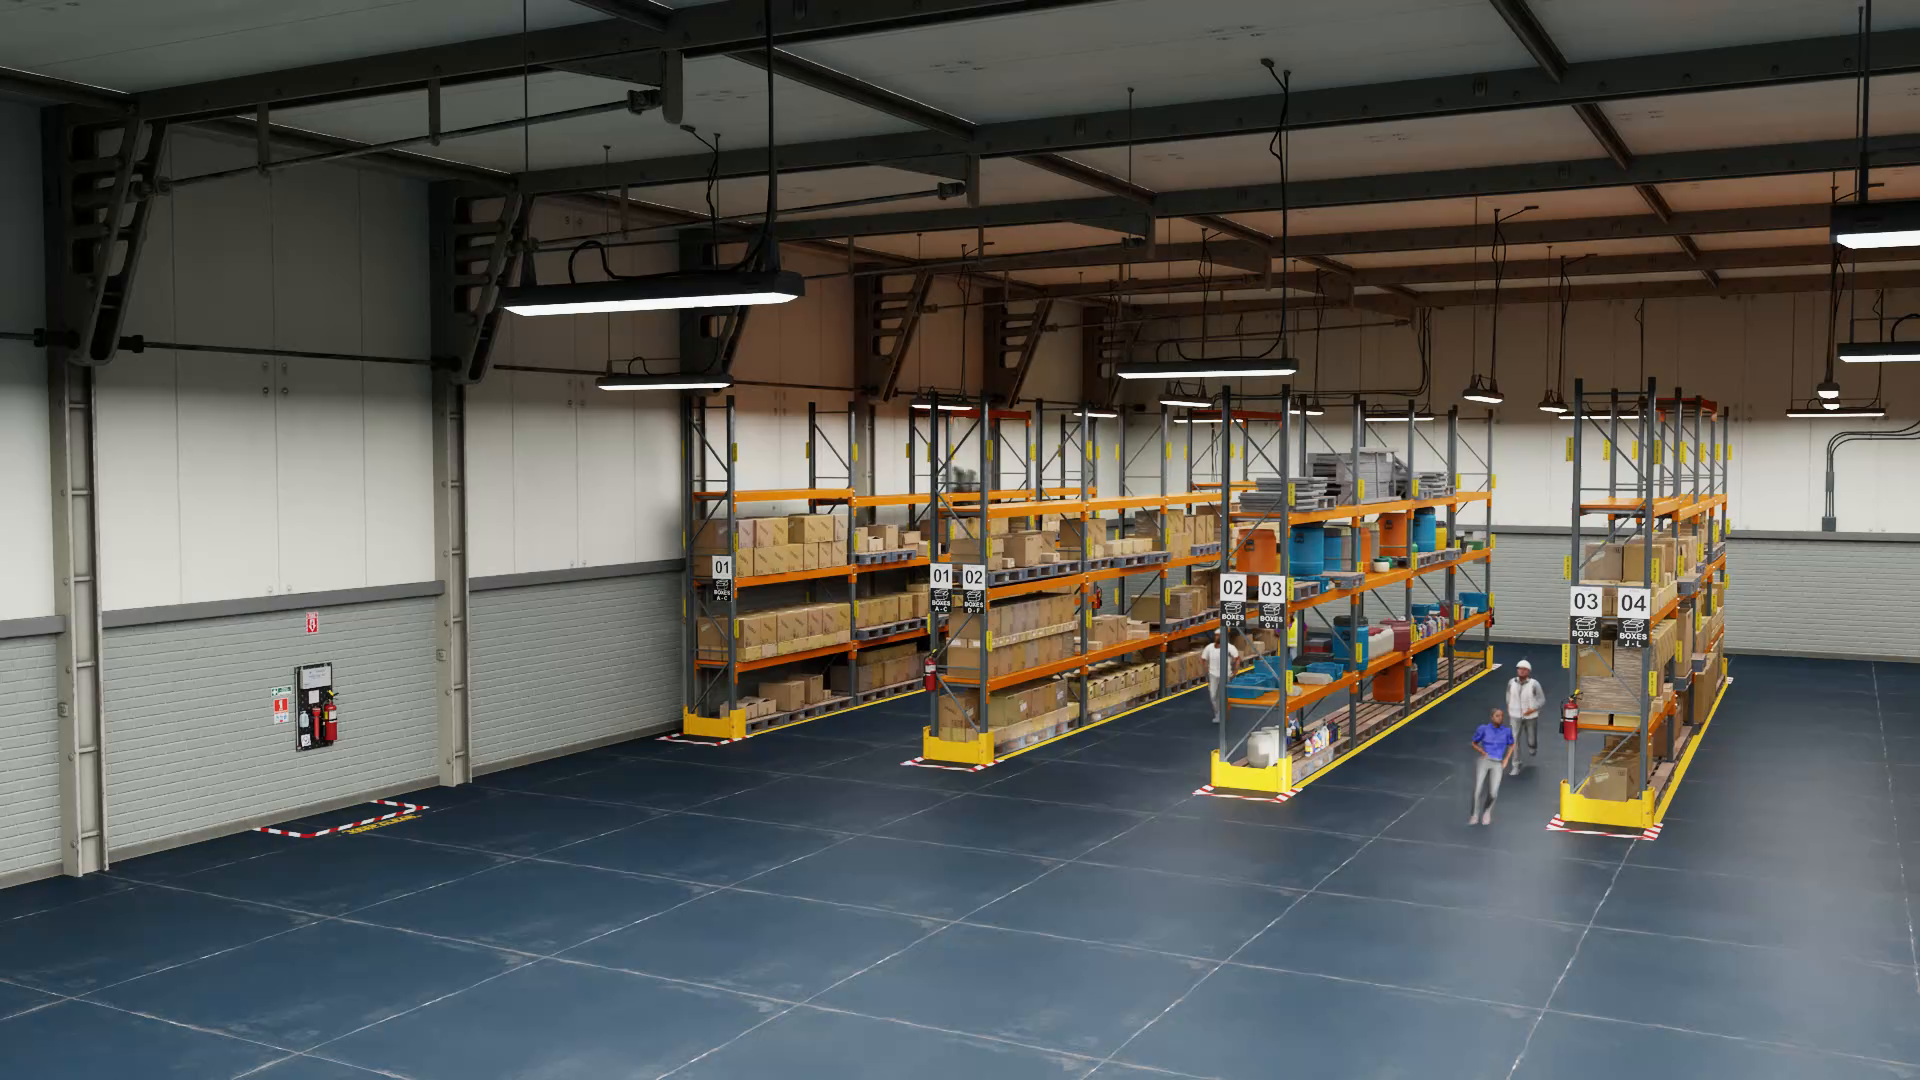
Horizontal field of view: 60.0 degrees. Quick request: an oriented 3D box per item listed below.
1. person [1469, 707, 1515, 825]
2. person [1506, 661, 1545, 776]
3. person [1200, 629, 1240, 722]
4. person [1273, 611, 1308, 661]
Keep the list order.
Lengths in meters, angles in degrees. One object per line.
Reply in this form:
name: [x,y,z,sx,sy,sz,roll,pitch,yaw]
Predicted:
person: [7.121,3.033,22.221,0.586,1.597,0.571,1,3,15]
person: [8.862,2.772,26.115,0.632,1.767,1.071,2,3,28]
person: [4.838,2.517,31.007,0.736,1.726,0.613,1,3,19]
person: [6.924,2.280,34.943,0.674,1.823,0.730,1,3,23]
